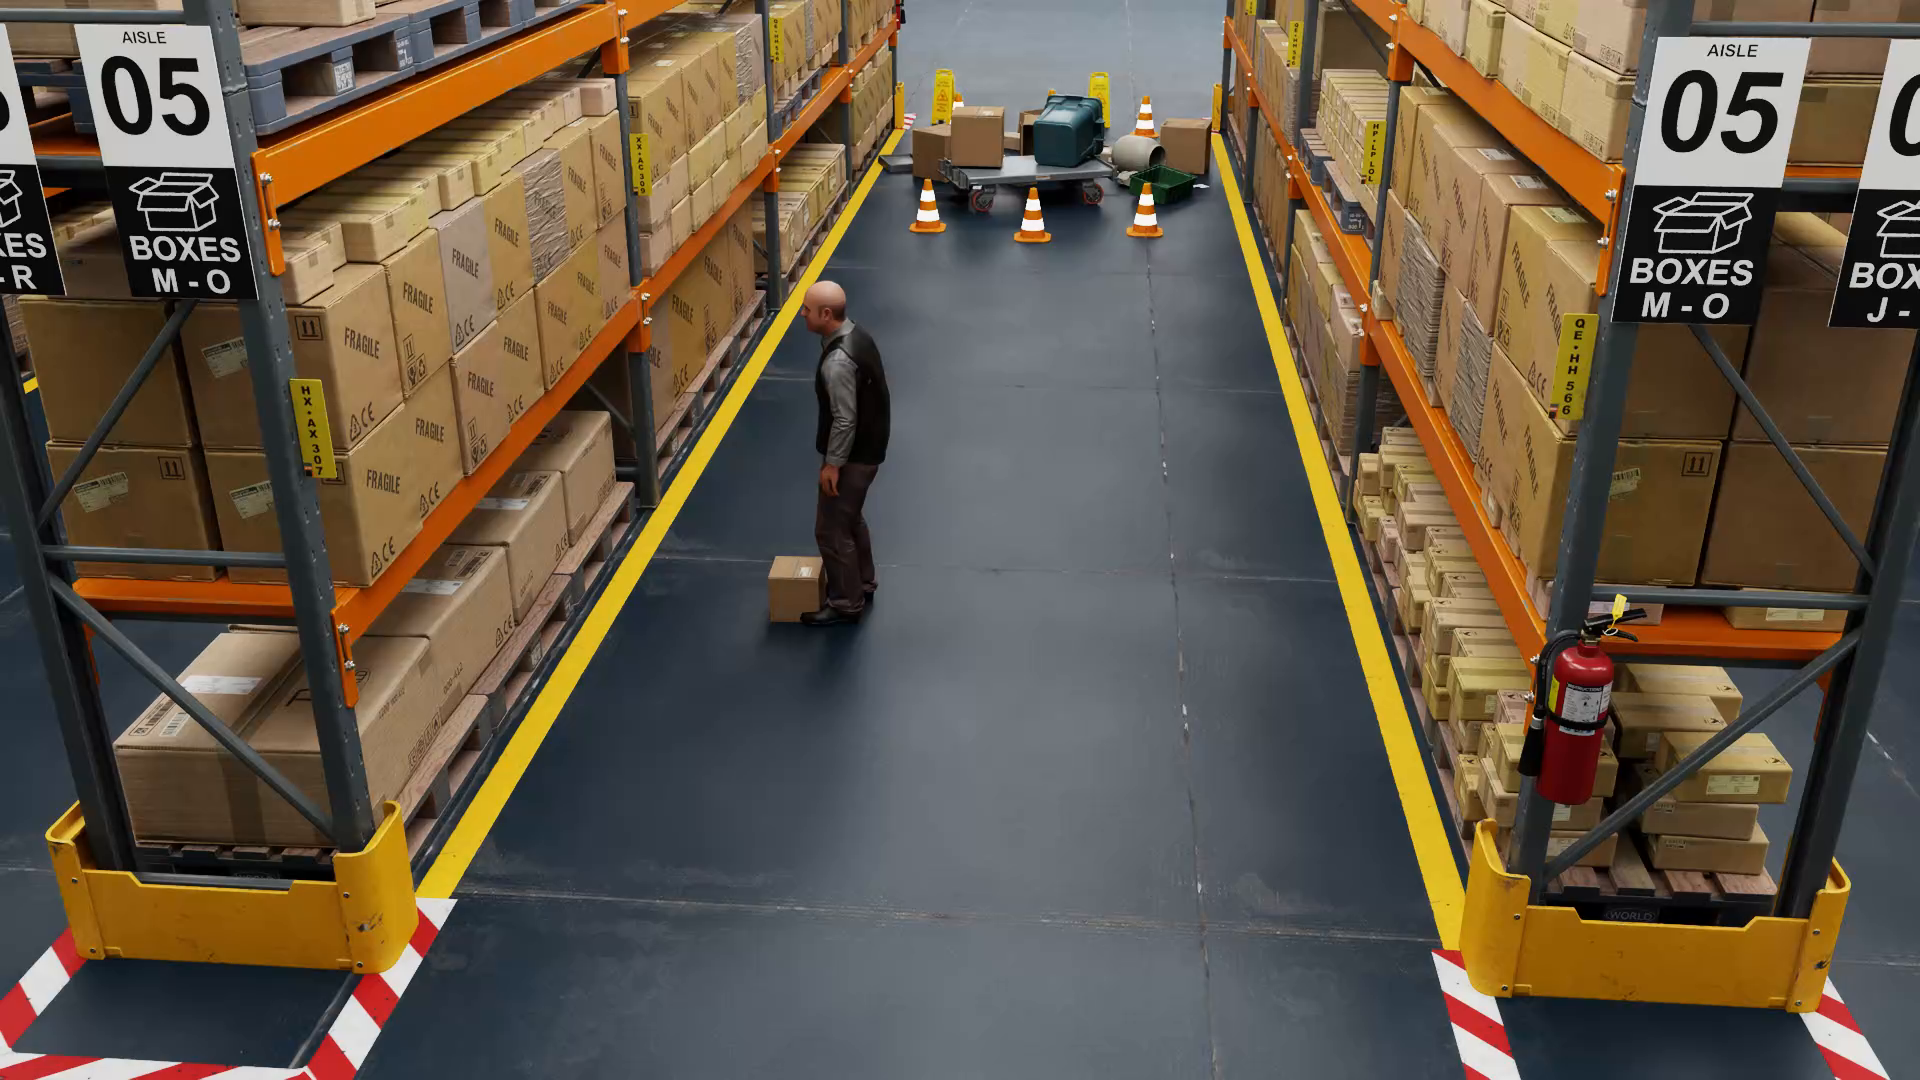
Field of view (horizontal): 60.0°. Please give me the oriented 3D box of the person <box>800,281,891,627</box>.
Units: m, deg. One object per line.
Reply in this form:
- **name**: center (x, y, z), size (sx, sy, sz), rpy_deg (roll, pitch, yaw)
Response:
- **person**: center (-0.562, -0.417, 8.054), size (0.461, 1.721, 0.581), rpy_deg (2, 24, 4)
